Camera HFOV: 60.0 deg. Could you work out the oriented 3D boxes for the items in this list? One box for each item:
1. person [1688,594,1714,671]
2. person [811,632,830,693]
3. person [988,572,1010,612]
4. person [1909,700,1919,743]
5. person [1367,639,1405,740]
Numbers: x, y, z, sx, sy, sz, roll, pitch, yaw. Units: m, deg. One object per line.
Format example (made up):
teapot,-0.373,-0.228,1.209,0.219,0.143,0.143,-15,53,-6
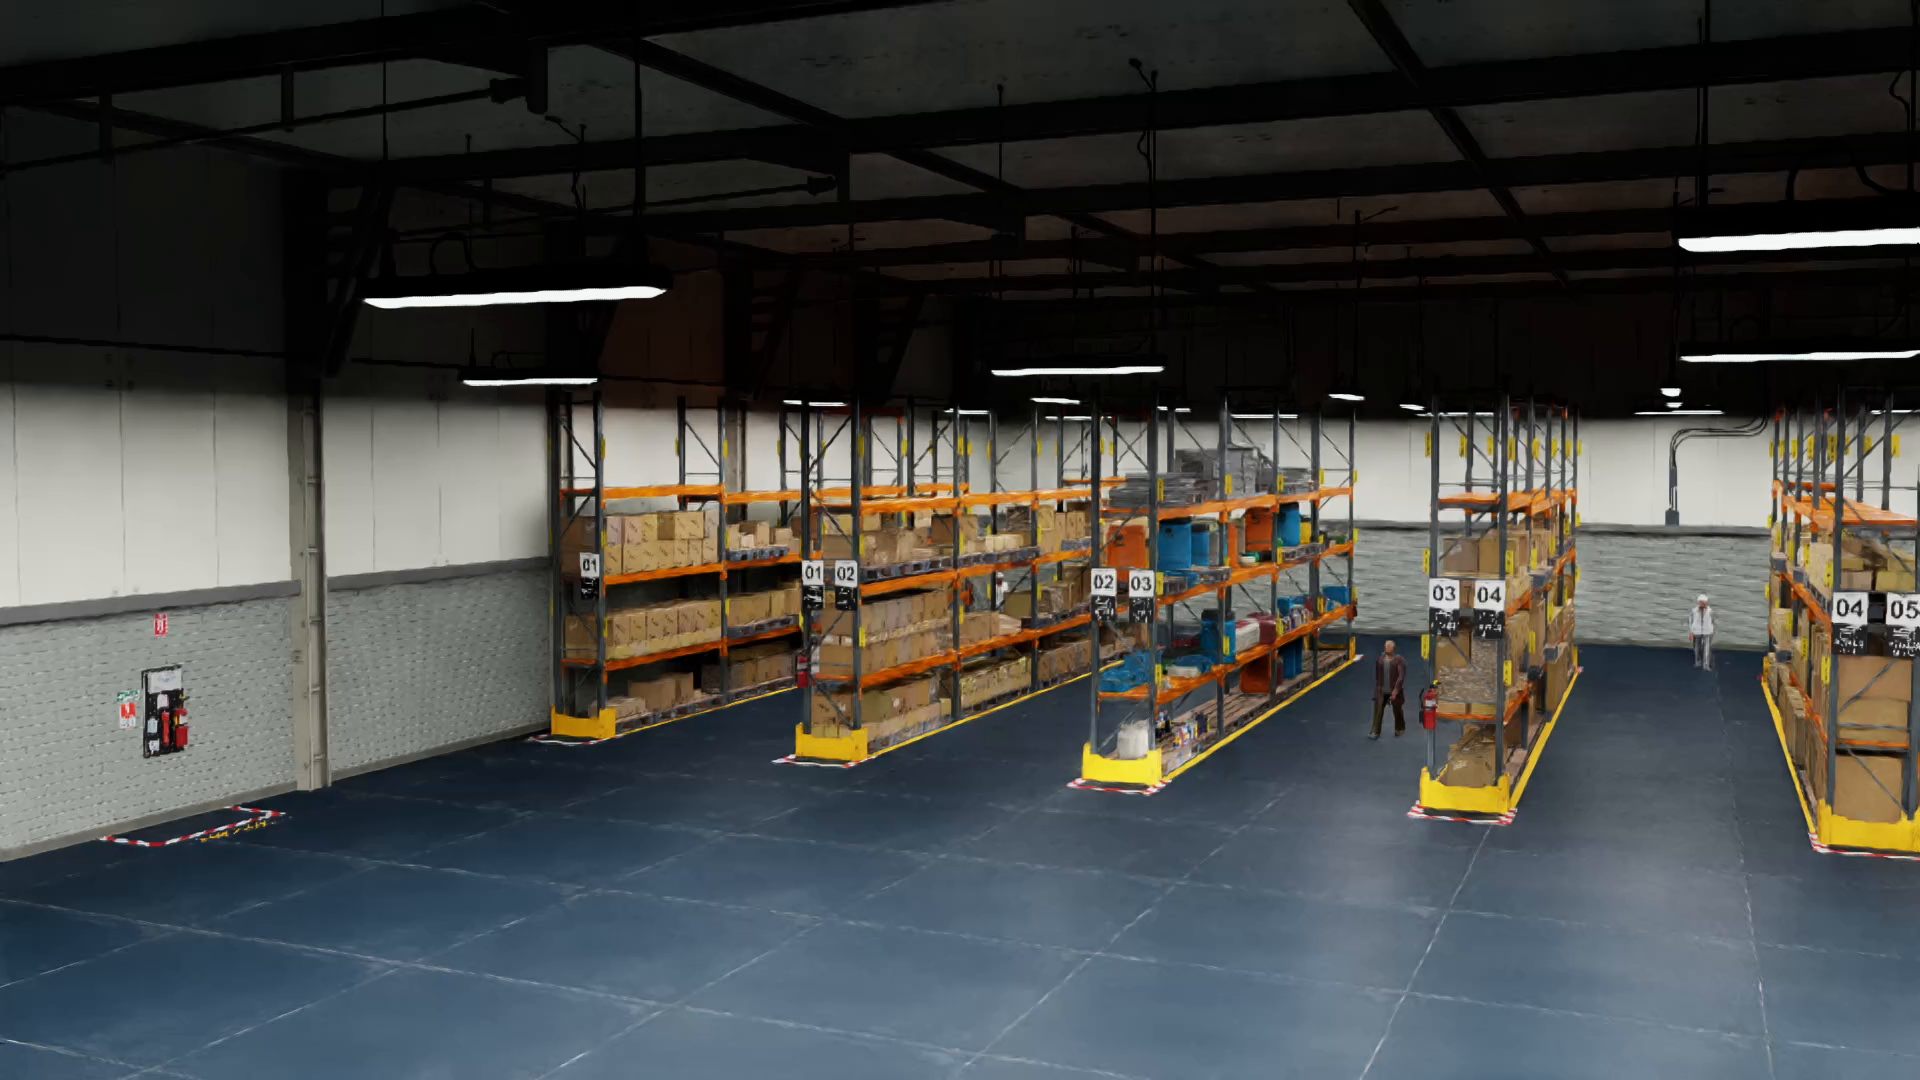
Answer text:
person,16.715,2.072,37.508,0.543,1.698,1.115,2,4,26
person,-2.601,2.501,29.932,0.573,1.667,0.542,-2,4,-34
person,1.042,1.701,43.978,0.684,1.733,0.743,0,3,-5
person,16.343,2.603,28.204,0.449,1.671,0.533,0,3,-8
person,7.351,2.555,28.471,0.567,1.716,1.104,2,4,32
